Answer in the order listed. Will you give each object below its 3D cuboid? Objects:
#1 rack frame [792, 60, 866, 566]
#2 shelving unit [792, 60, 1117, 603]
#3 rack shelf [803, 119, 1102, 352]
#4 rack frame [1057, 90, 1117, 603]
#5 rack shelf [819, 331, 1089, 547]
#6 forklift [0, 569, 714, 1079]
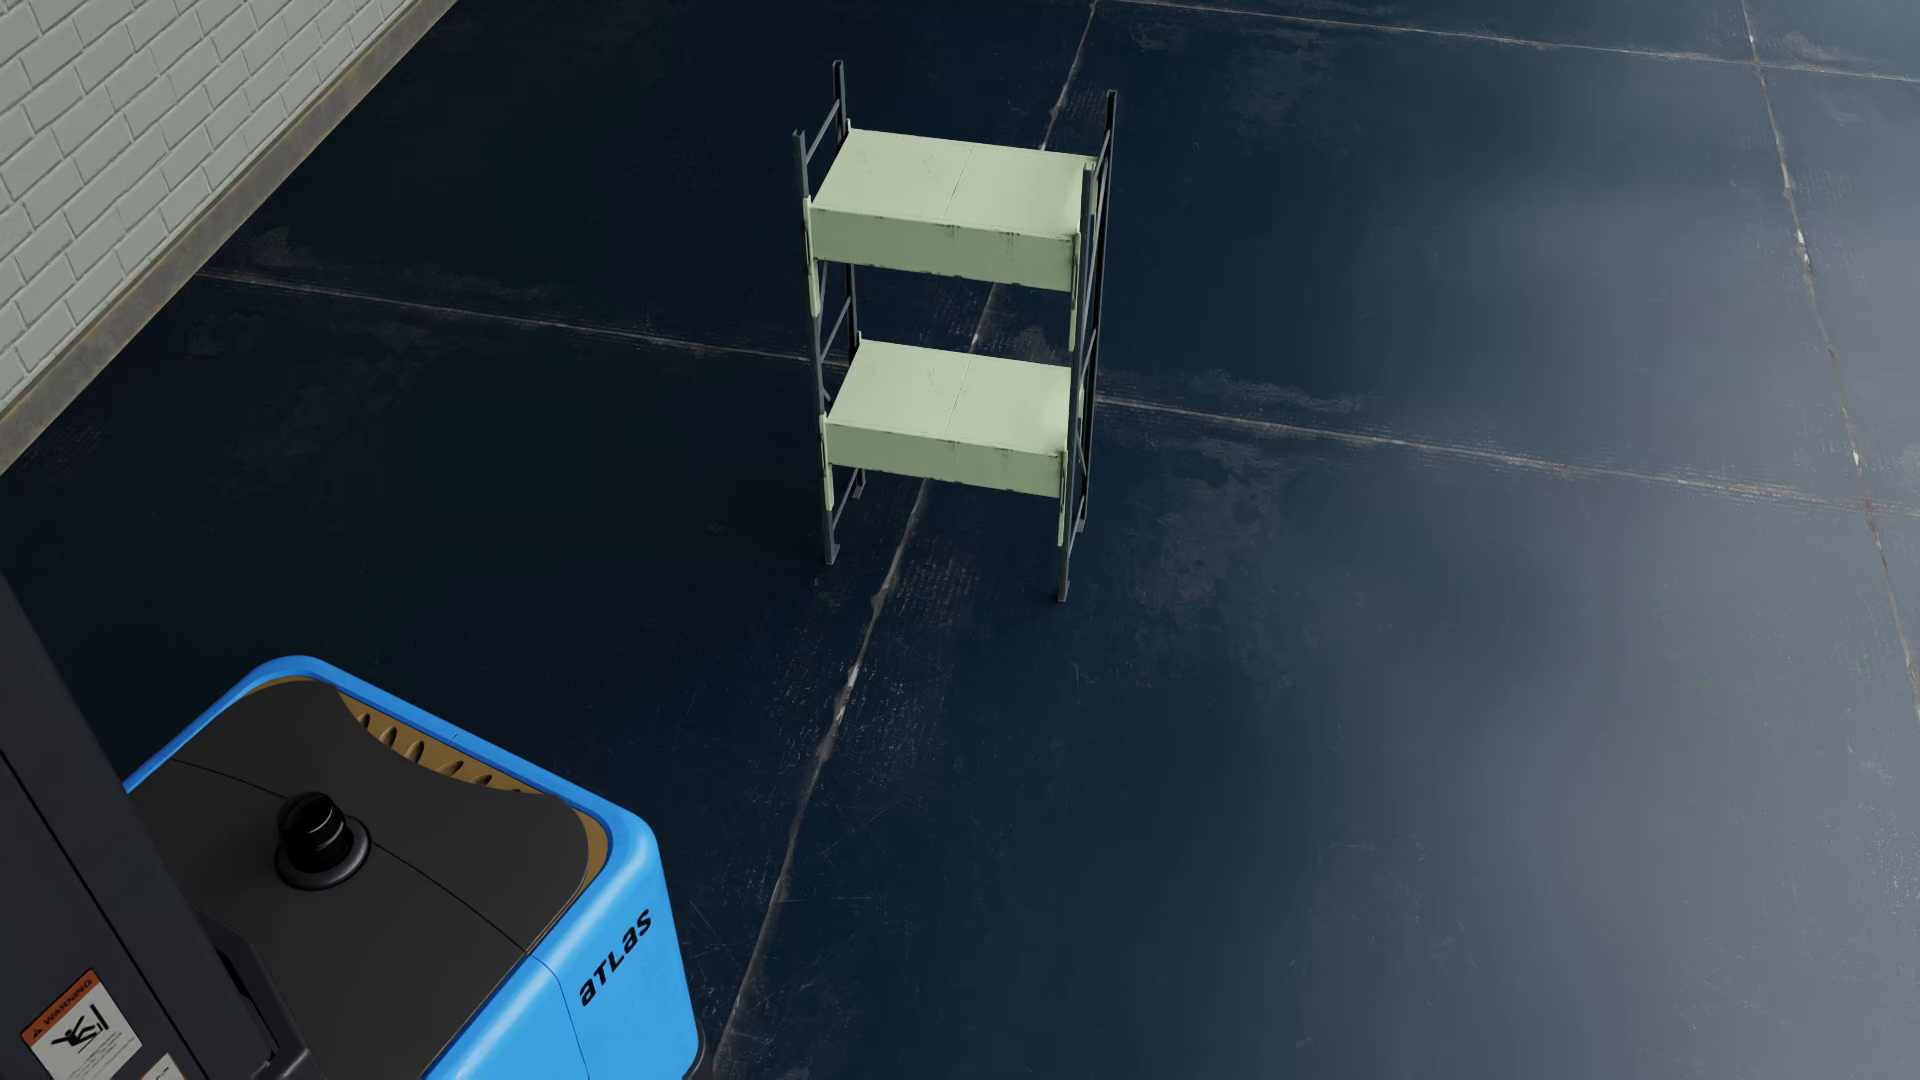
[{"bbox_3d":[-0.364,-0.597,4.789,0.023,1.500,0.400,9,45,9],"label":"rack frame"},{"bbox_3d":[-0.007,-0.541,4.731,0.755,1.500,0.431,9,45,9],"label":"shelving unit"},{"bbox_3d":[-0.007,-0.823,4.460,0.720,0.370,0.431,9,45,9],"label":"rack shelf"},{"bbox_3d":[0.351,-0.486,4.673,0.023,1.500,0.400,9,45,9],"label":"rack frame"},{"bbox_3d":[-0.007,-0.306,4.957,0.720,0.370,0.431,9,45,9],"label":"rack shelf"},{"bbox_3d":[-1.715,0.991,2.107,1.130,2.935,3.031,21,48,21],"label":"forklift"}]
